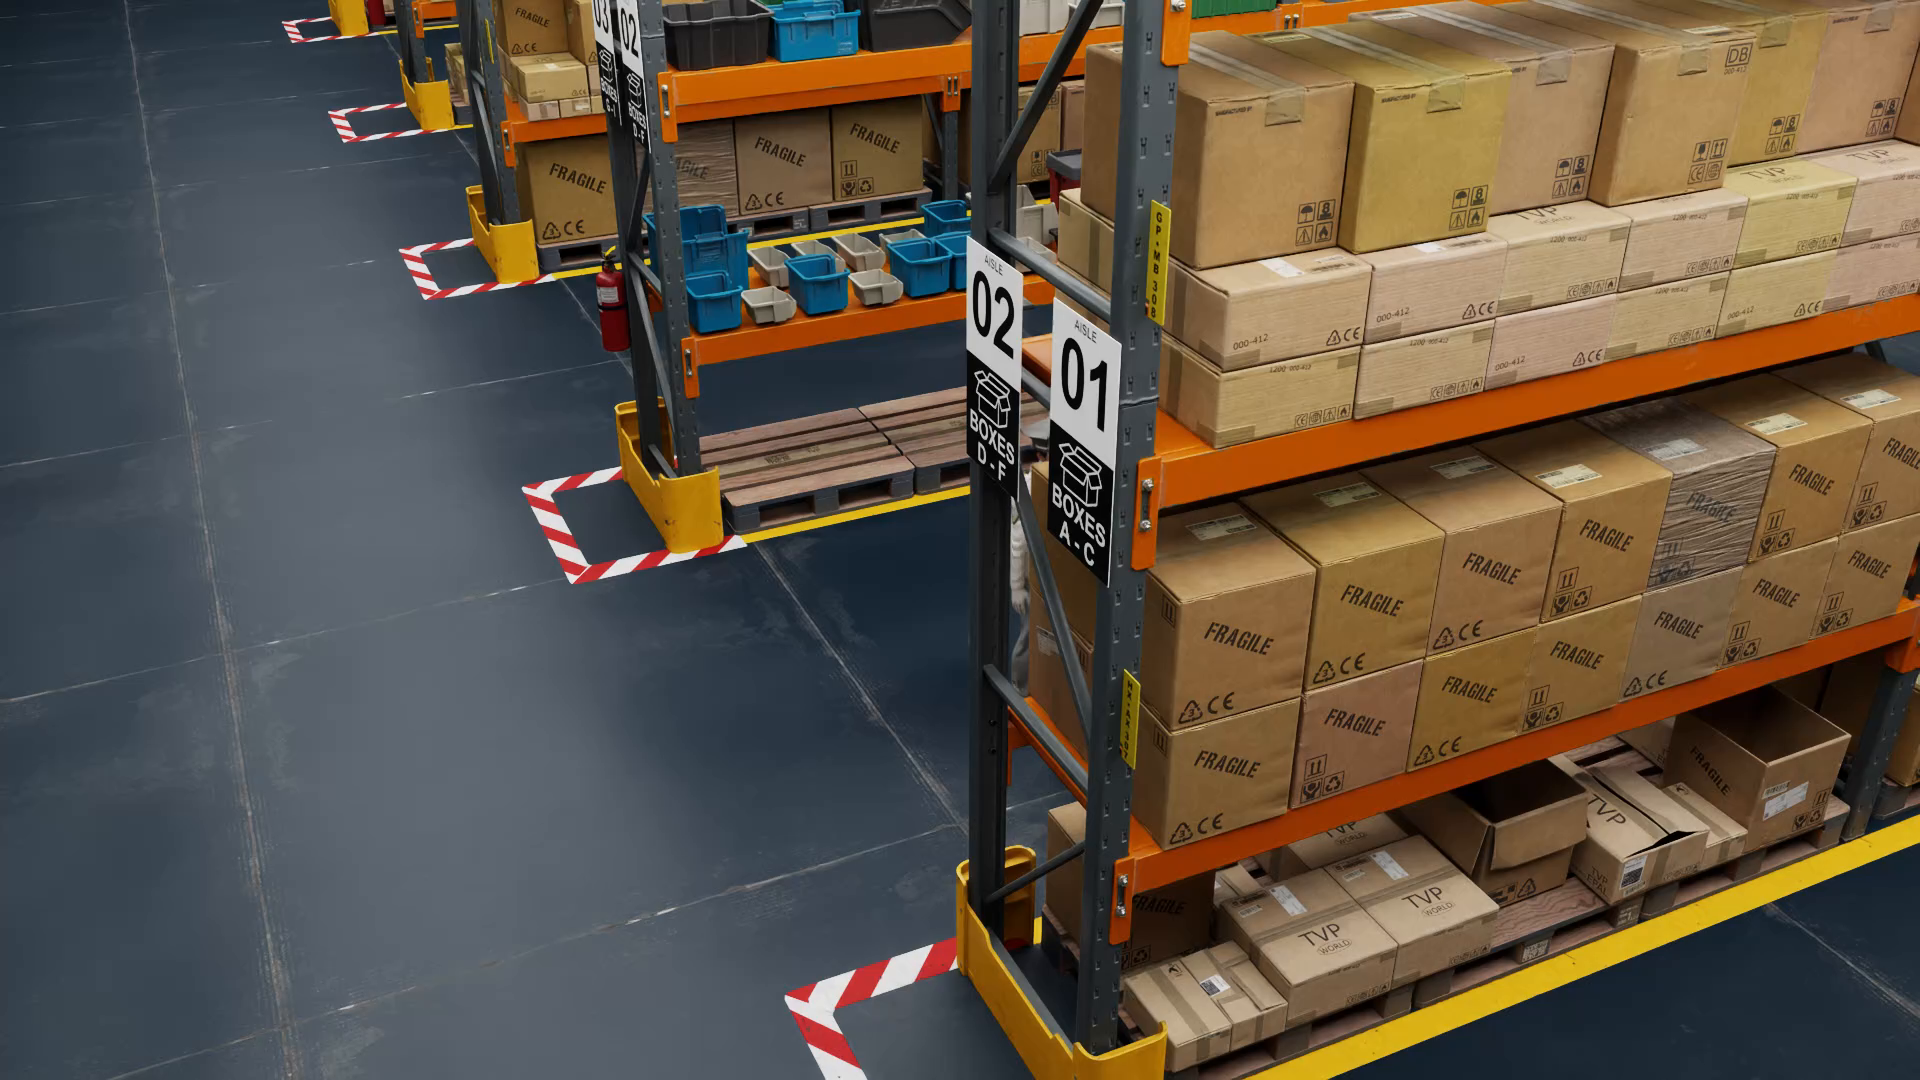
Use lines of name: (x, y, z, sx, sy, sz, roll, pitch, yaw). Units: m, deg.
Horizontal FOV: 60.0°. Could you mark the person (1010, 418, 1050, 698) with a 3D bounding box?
person: (0.531, 0.205, 8.060, 0.502, 1.671, 0.589, -22, 36, -34)
